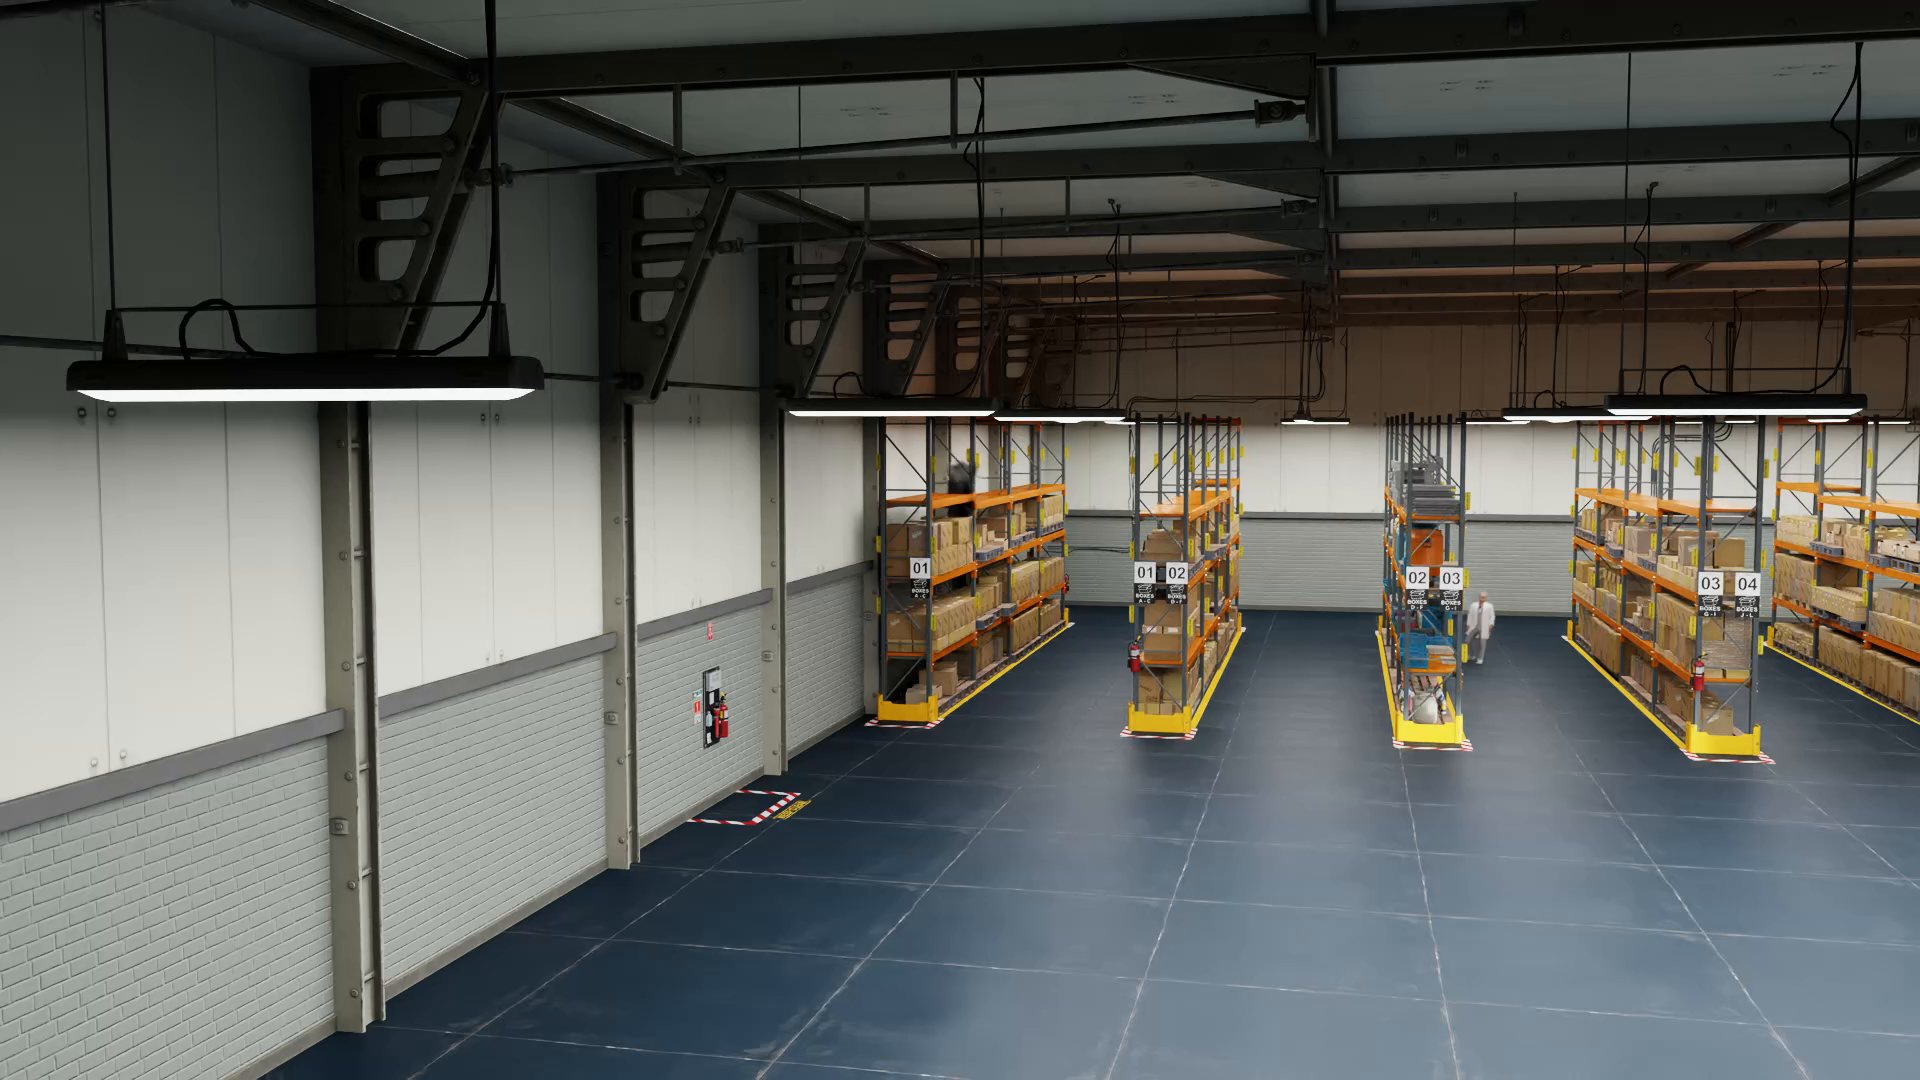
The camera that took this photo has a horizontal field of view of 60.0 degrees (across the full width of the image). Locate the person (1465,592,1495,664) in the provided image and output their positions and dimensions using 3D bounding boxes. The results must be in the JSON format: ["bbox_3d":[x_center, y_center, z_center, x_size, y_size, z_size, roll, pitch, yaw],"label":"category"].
[{"bbox_3d":[12.511,2.128,40.209,0.819,1.745,0.611,2,4,27],"label":"person"}]
